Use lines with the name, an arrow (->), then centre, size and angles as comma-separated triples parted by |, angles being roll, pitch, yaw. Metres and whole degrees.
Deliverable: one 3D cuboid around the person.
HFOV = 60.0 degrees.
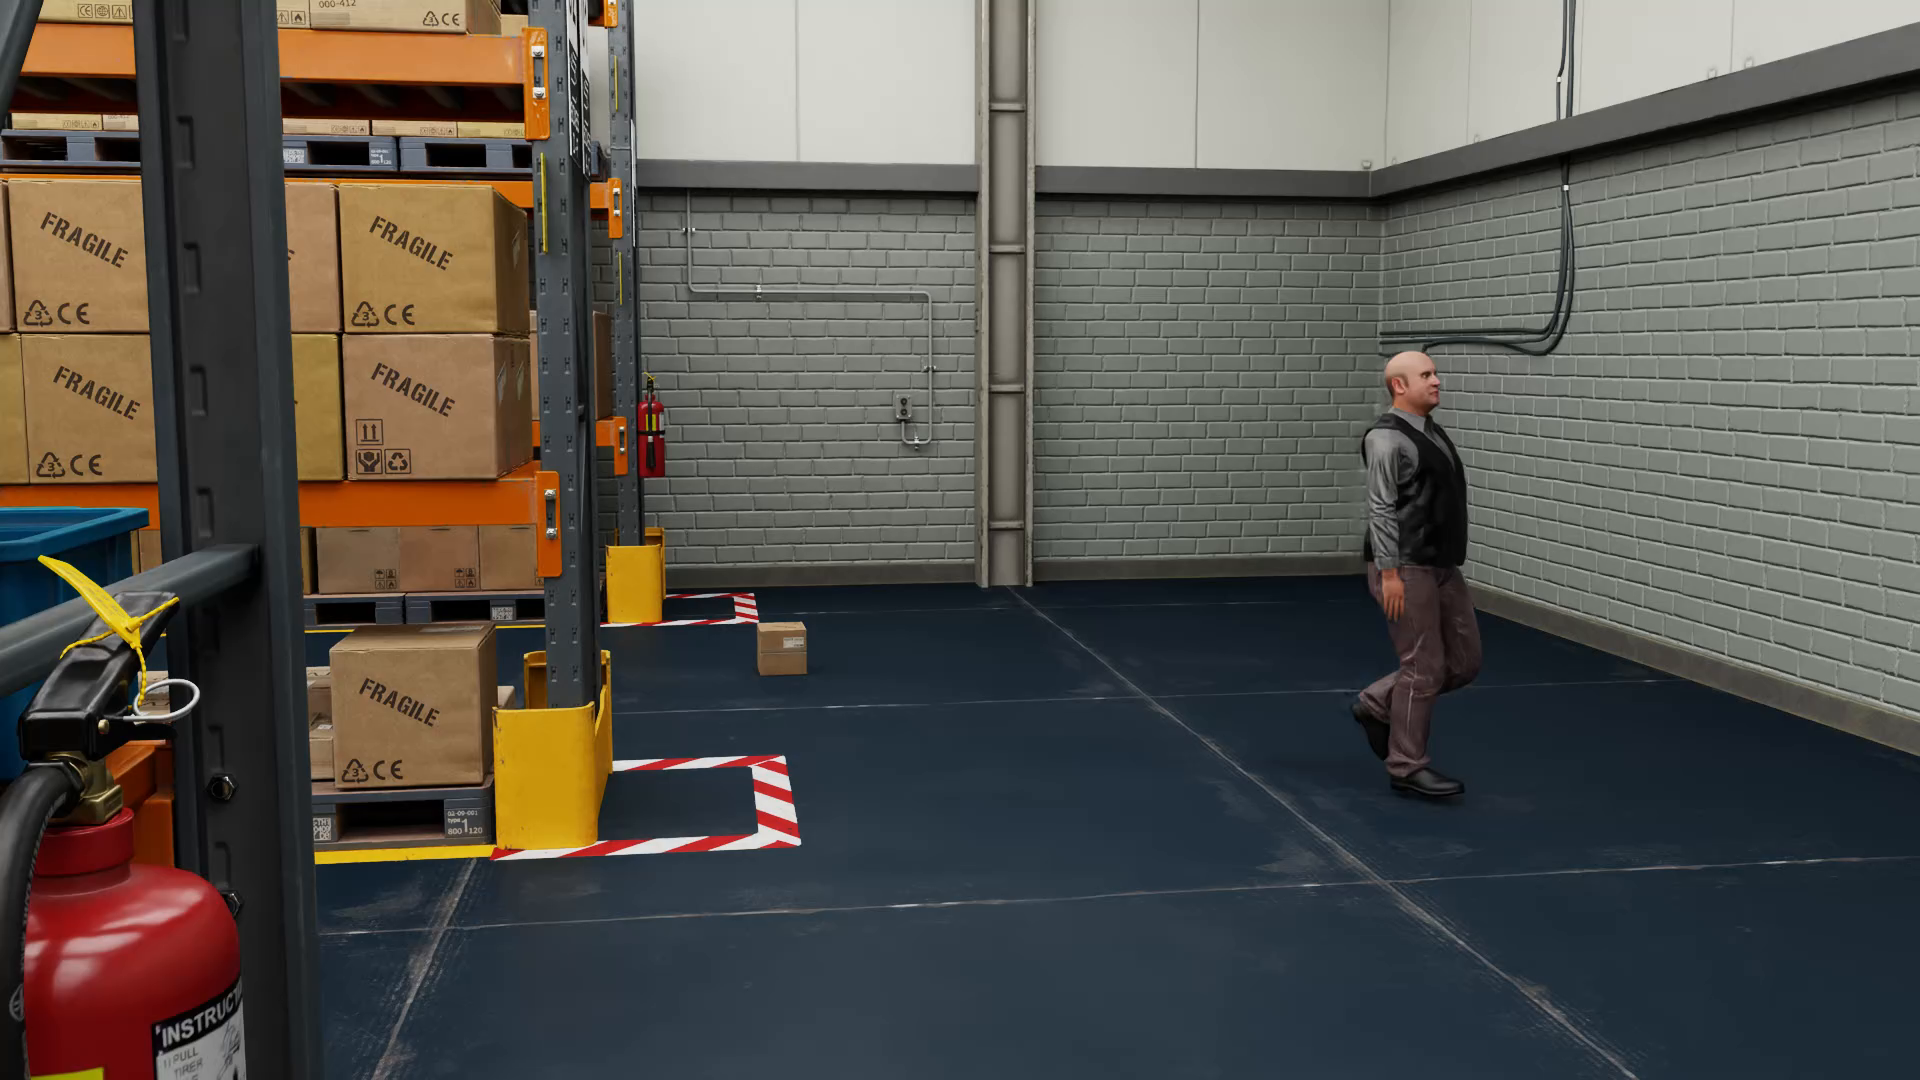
person -> 1.758, 0.121, 6.508 | 0.539, 1.711, 0.547 | 5, 8, 37
